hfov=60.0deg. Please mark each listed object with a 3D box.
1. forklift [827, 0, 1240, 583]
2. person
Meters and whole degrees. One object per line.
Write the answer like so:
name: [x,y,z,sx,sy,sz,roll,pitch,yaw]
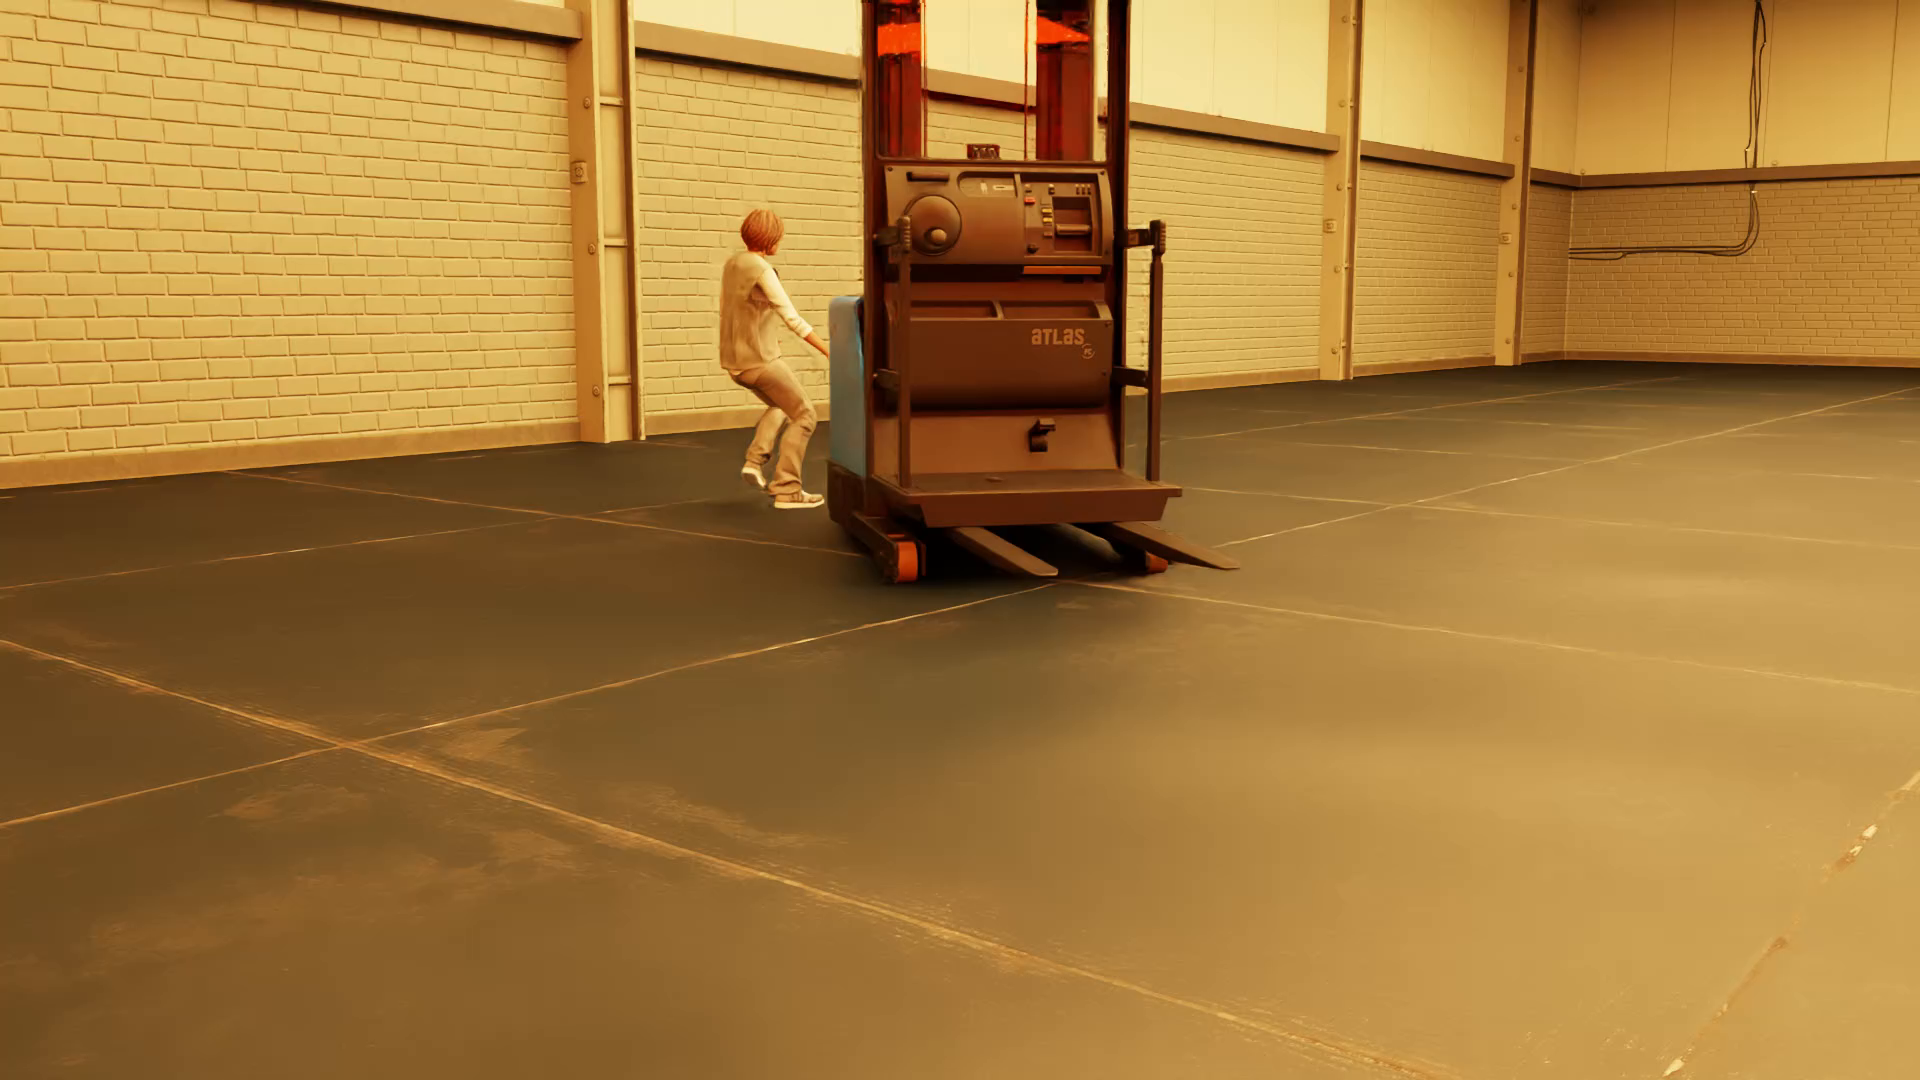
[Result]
forklift: [0.209,-1.345,6.474,1.130,2.935,3.031,-2,9,-13]
person: [-0.949,-0.926,8.484,0.494,1.493,0.629,-6,10,-34]
